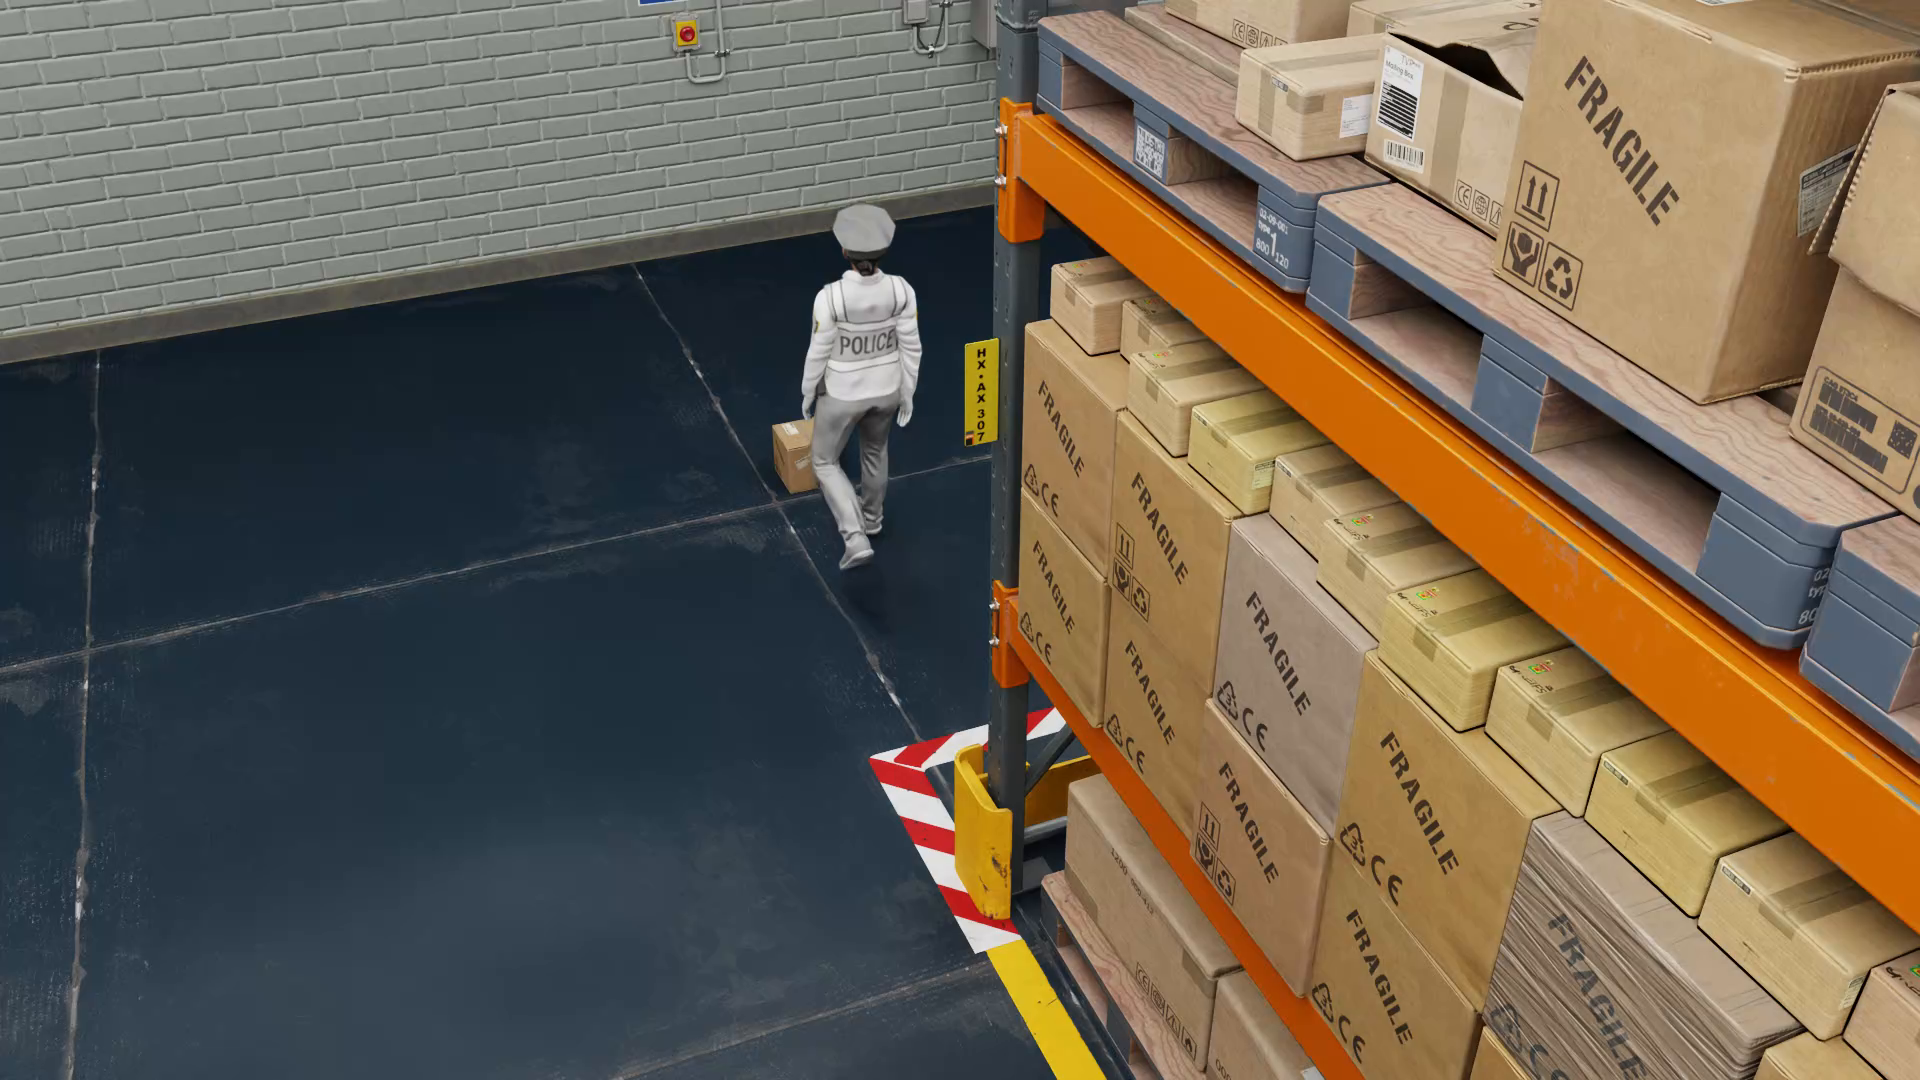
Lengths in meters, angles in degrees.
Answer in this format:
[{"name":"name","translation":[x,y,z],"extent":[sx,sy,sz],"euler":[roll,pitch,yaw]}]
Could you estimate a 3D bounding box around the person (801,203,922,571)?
[{"name":"person","translation":[-0.433,-0.652,7.071],"extent":[0.489,1.665,0.734],"euler":[-14,36,-20]}]
